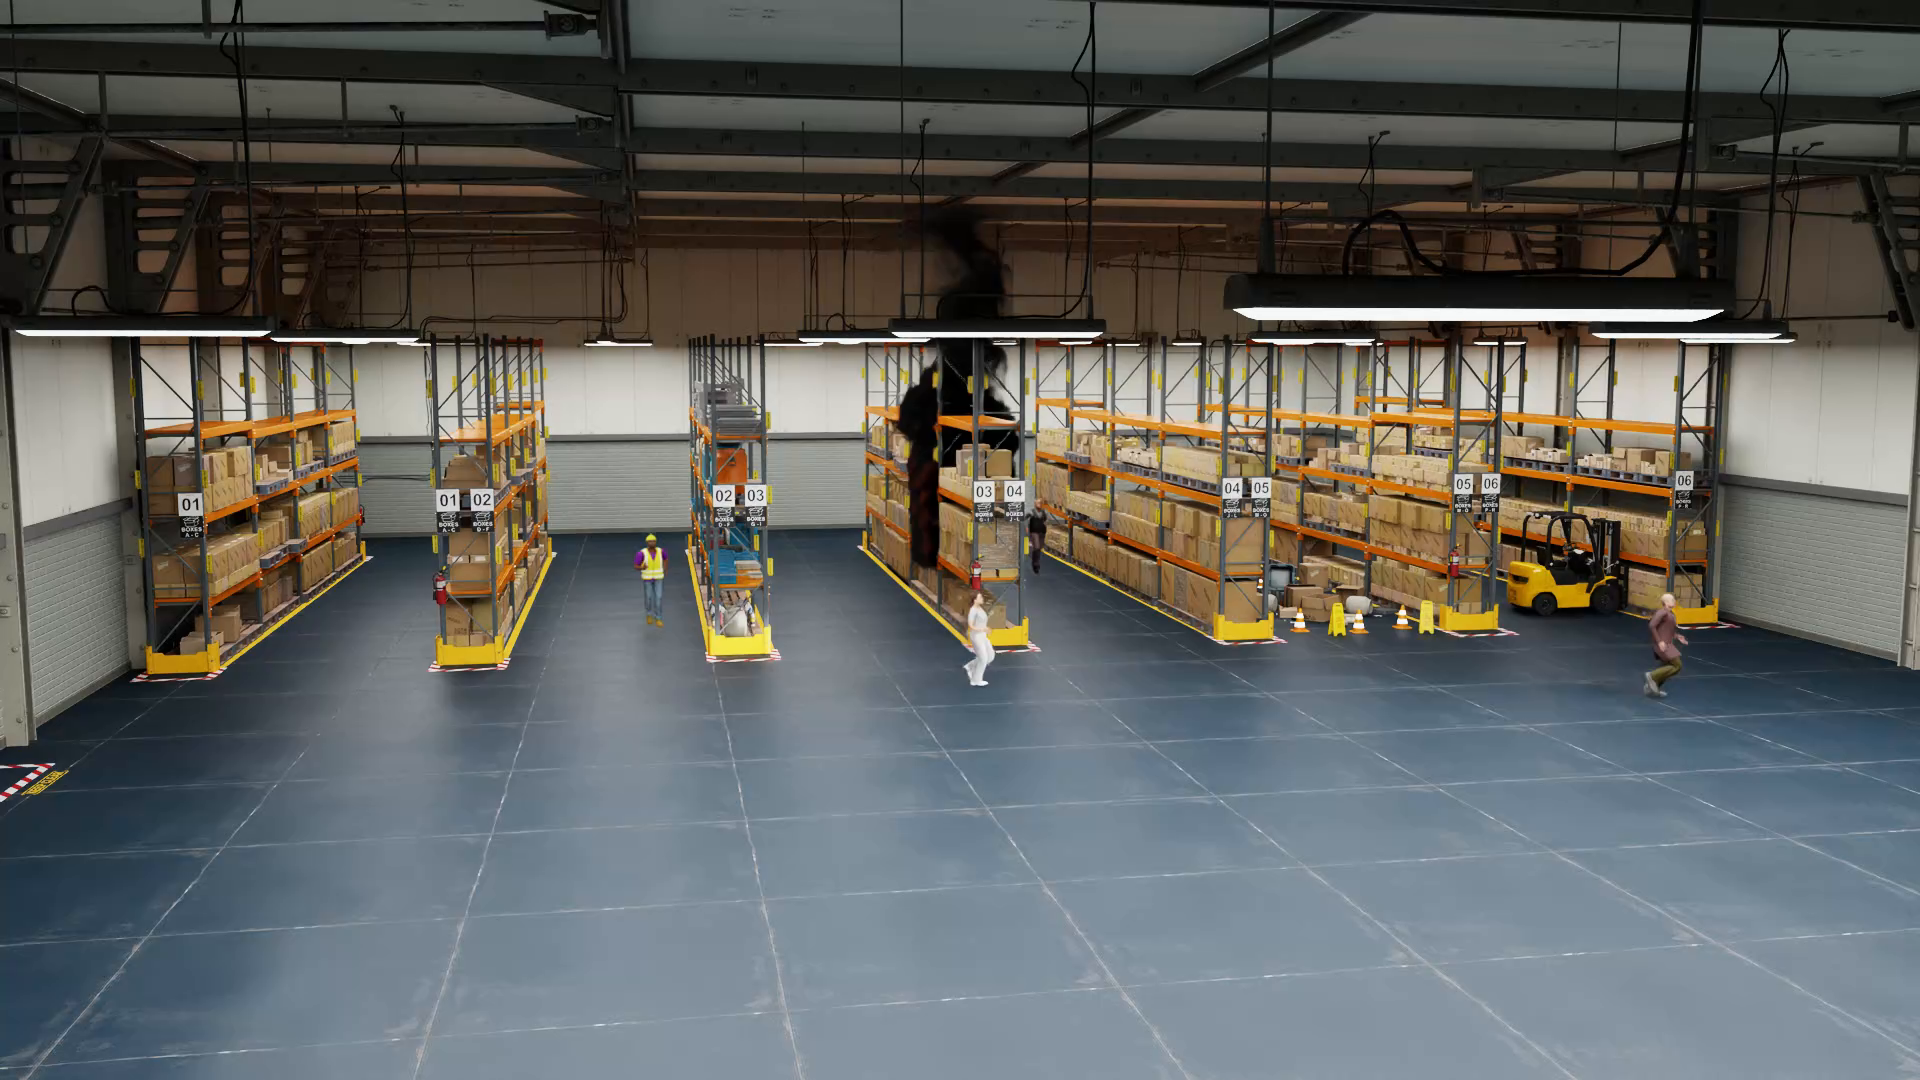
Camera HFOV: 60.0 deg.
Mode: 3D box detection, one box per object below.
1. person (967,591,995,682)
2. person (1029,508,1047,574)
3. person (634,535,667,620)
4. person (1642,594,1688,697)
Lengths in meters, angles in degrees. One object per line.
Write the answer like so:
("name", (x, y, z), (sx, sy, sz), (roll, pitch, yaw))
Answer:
("person", (0.349, 1.648, 28.317), (0.526, 1.569, 0.560), (3, 7, 21))
("person", (1.909, 0.017, 41.146), (0.446, 1.585, 0.596), (-3, 7, -23))
("person", (-6.073, 0.725, 32.753), (0.667, 1.682, 0.731), (-2, 7, -18))
("person", (11.632, 1.739, 27.407), (0.653, 1.715, 0.660), (4, 8, 32))
